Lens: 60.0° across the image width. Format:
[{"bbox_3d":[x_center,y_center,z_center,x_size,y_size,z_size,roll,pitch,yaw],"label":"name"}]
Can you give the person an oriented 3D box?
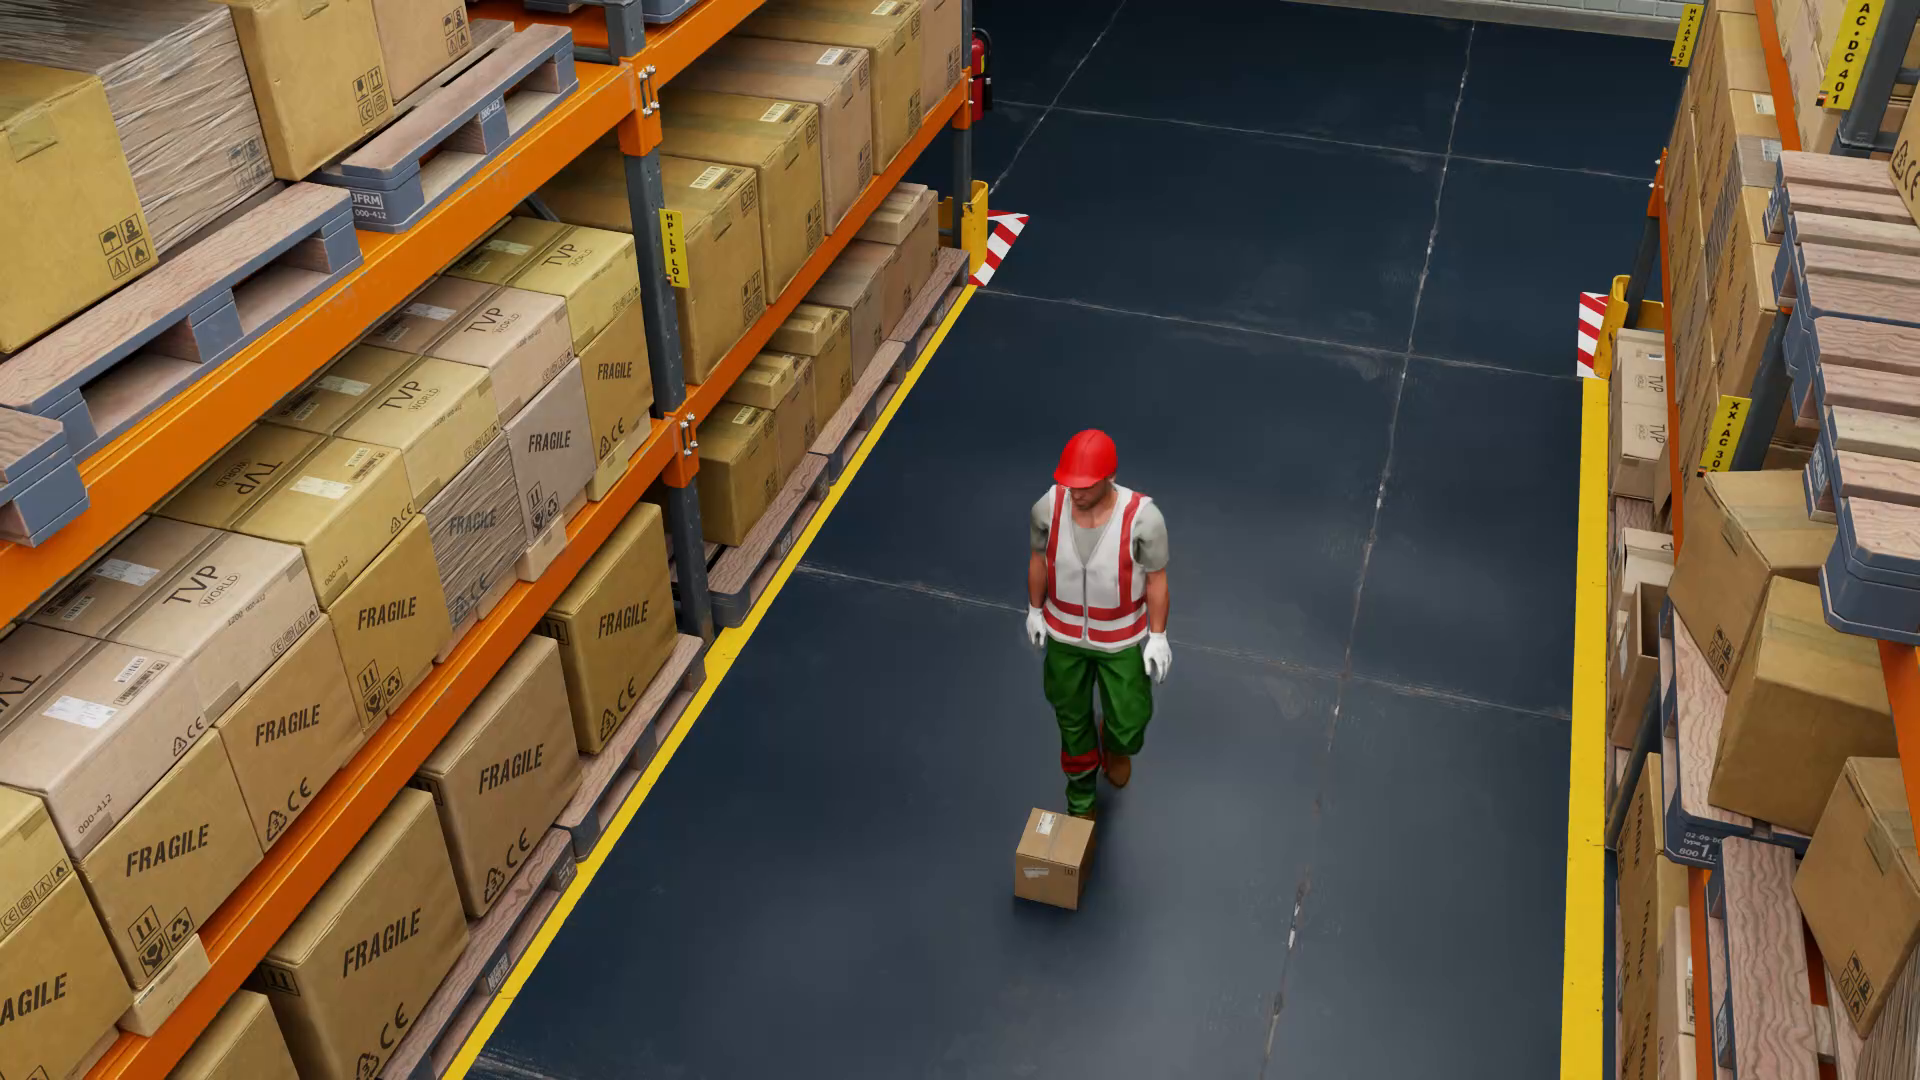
[{"bbox_3d":[0.505,0.395,6.348,0.607,1.777,0.601,11,38,15],"label":"person"}]
